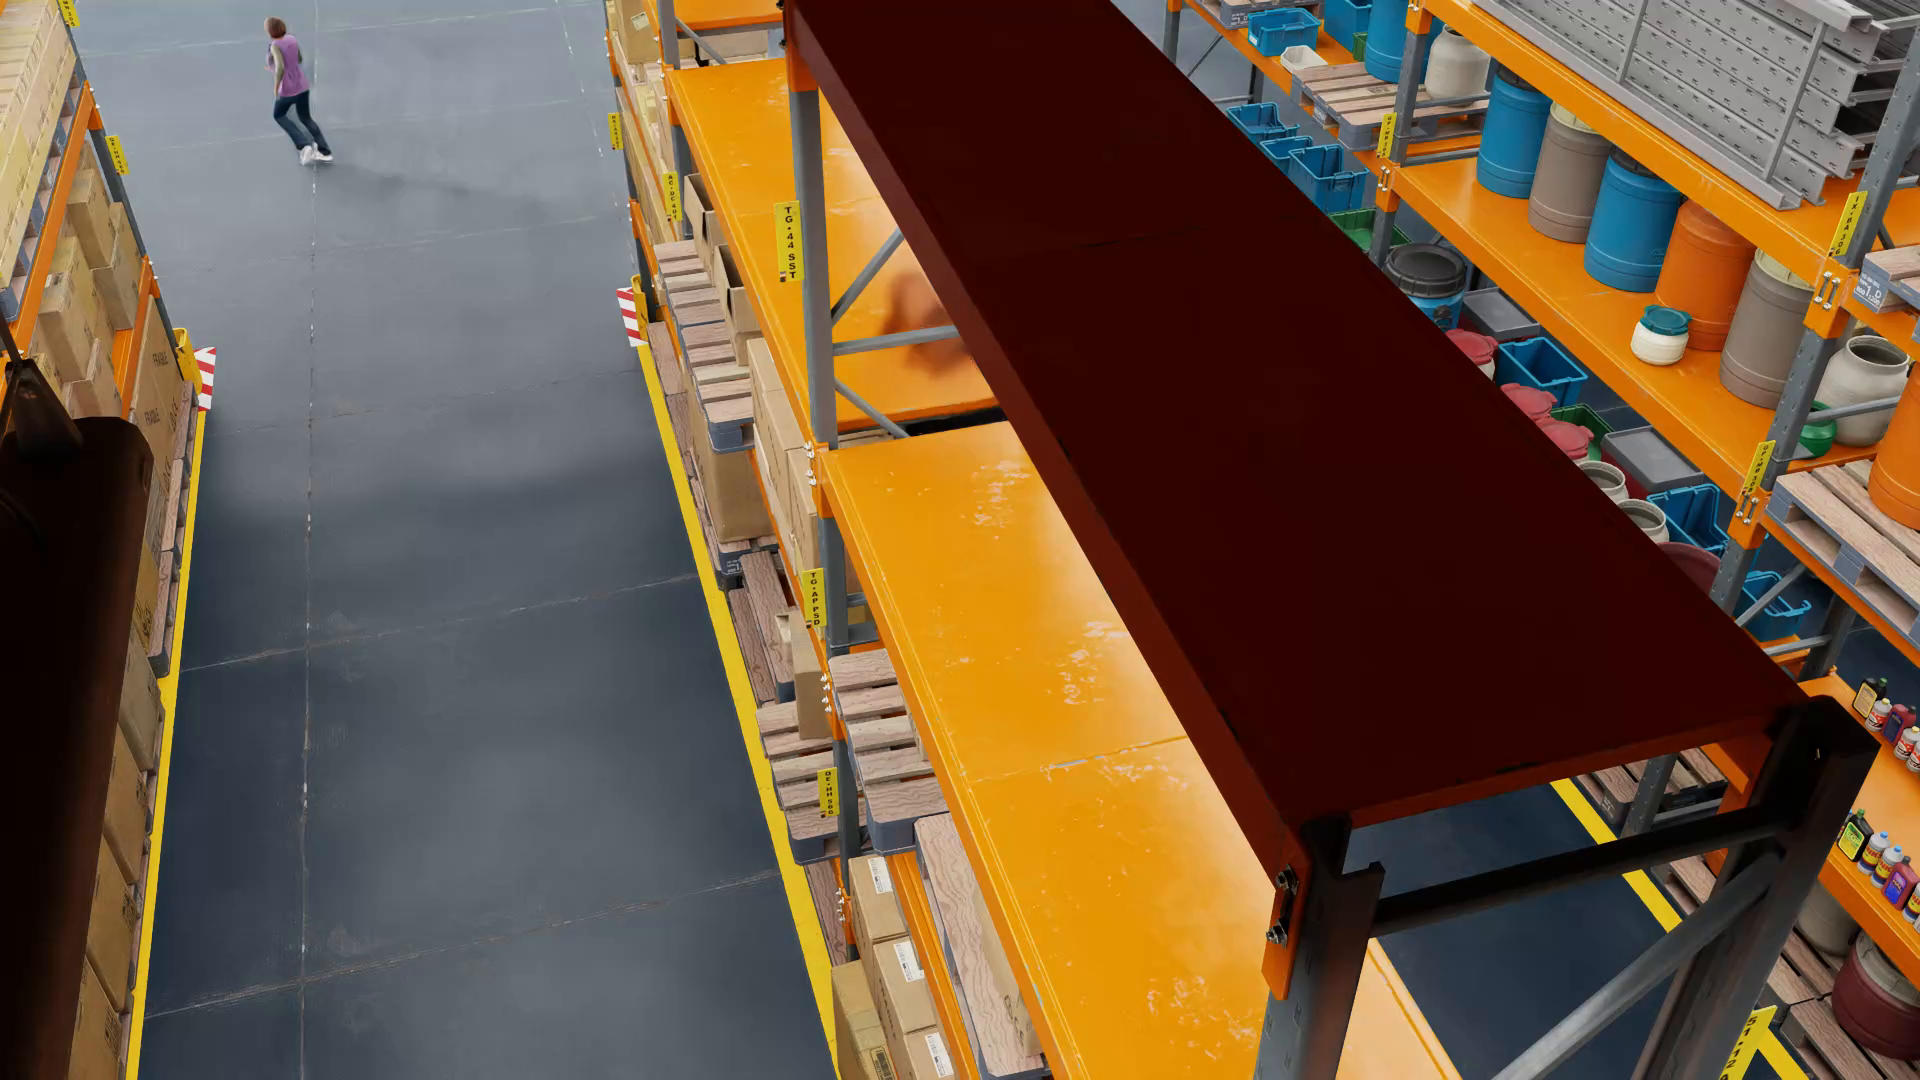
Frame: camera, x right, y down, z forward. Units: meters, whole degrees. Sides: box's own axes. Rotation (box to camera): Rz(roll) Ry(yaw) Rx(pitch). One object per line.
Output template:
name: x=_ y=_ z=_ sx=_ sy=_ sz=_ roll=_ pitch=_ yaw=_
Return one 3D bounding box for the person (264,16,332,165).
person: x=-7.067 y=-4.723 z=17.513 sx=0.641 sy=1.595 sz=0.569 roll=15 pitch=41 yaw=18

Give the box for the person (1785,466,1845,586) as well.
person: x=6.330 y=-0.433 z=12.014 sx=0.644 sy=1.740 sz=0.660 roll=-14 pitch=41 yaw=-17
